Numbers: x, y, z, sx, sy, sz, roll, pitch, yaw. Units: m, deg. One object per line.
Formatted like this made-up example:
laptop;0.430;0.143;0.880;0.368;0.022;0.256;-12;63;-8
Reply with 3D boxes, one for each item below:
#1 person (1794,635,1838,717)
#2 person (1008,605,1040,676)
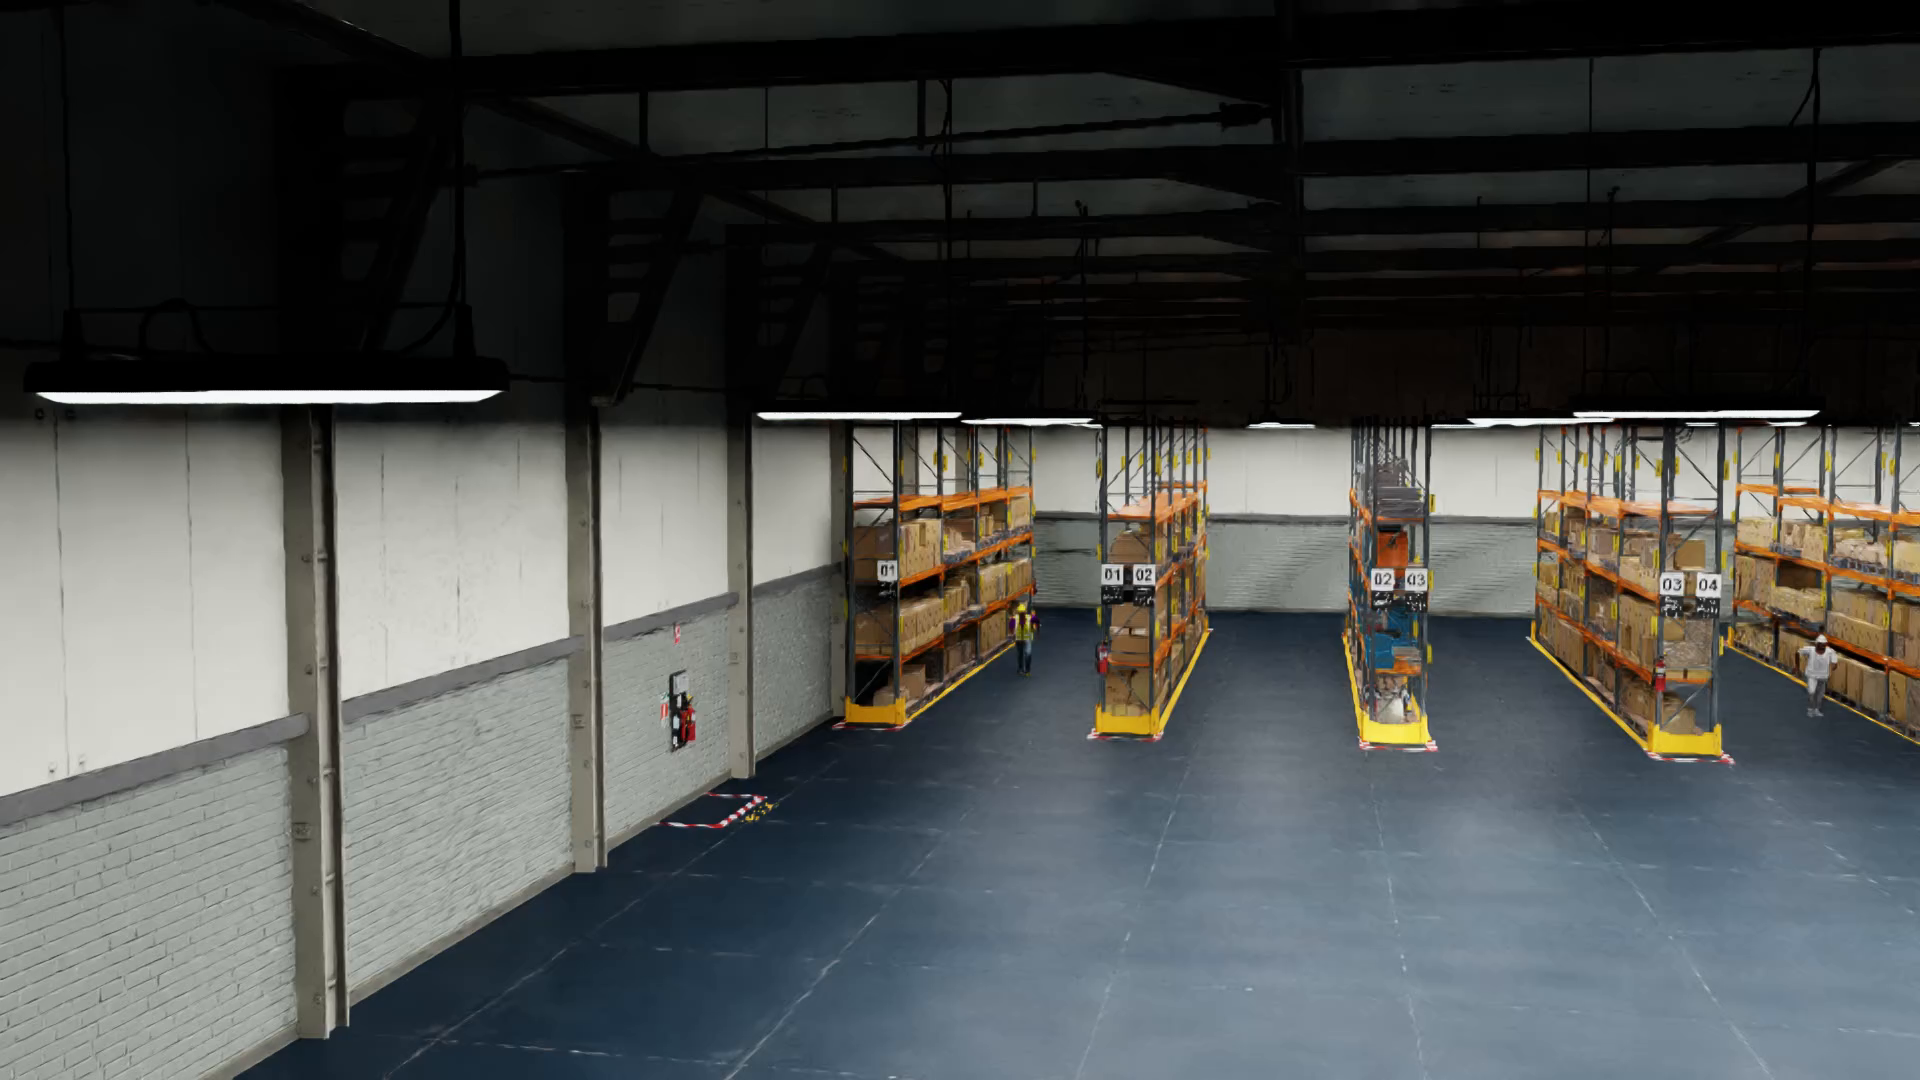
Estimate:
person;16.949;2.687;32.890;0.693;1.667;0.927;1;4;8
person;1.475;2.303;38.510;0.684;1.658;0.940;1;4;16
